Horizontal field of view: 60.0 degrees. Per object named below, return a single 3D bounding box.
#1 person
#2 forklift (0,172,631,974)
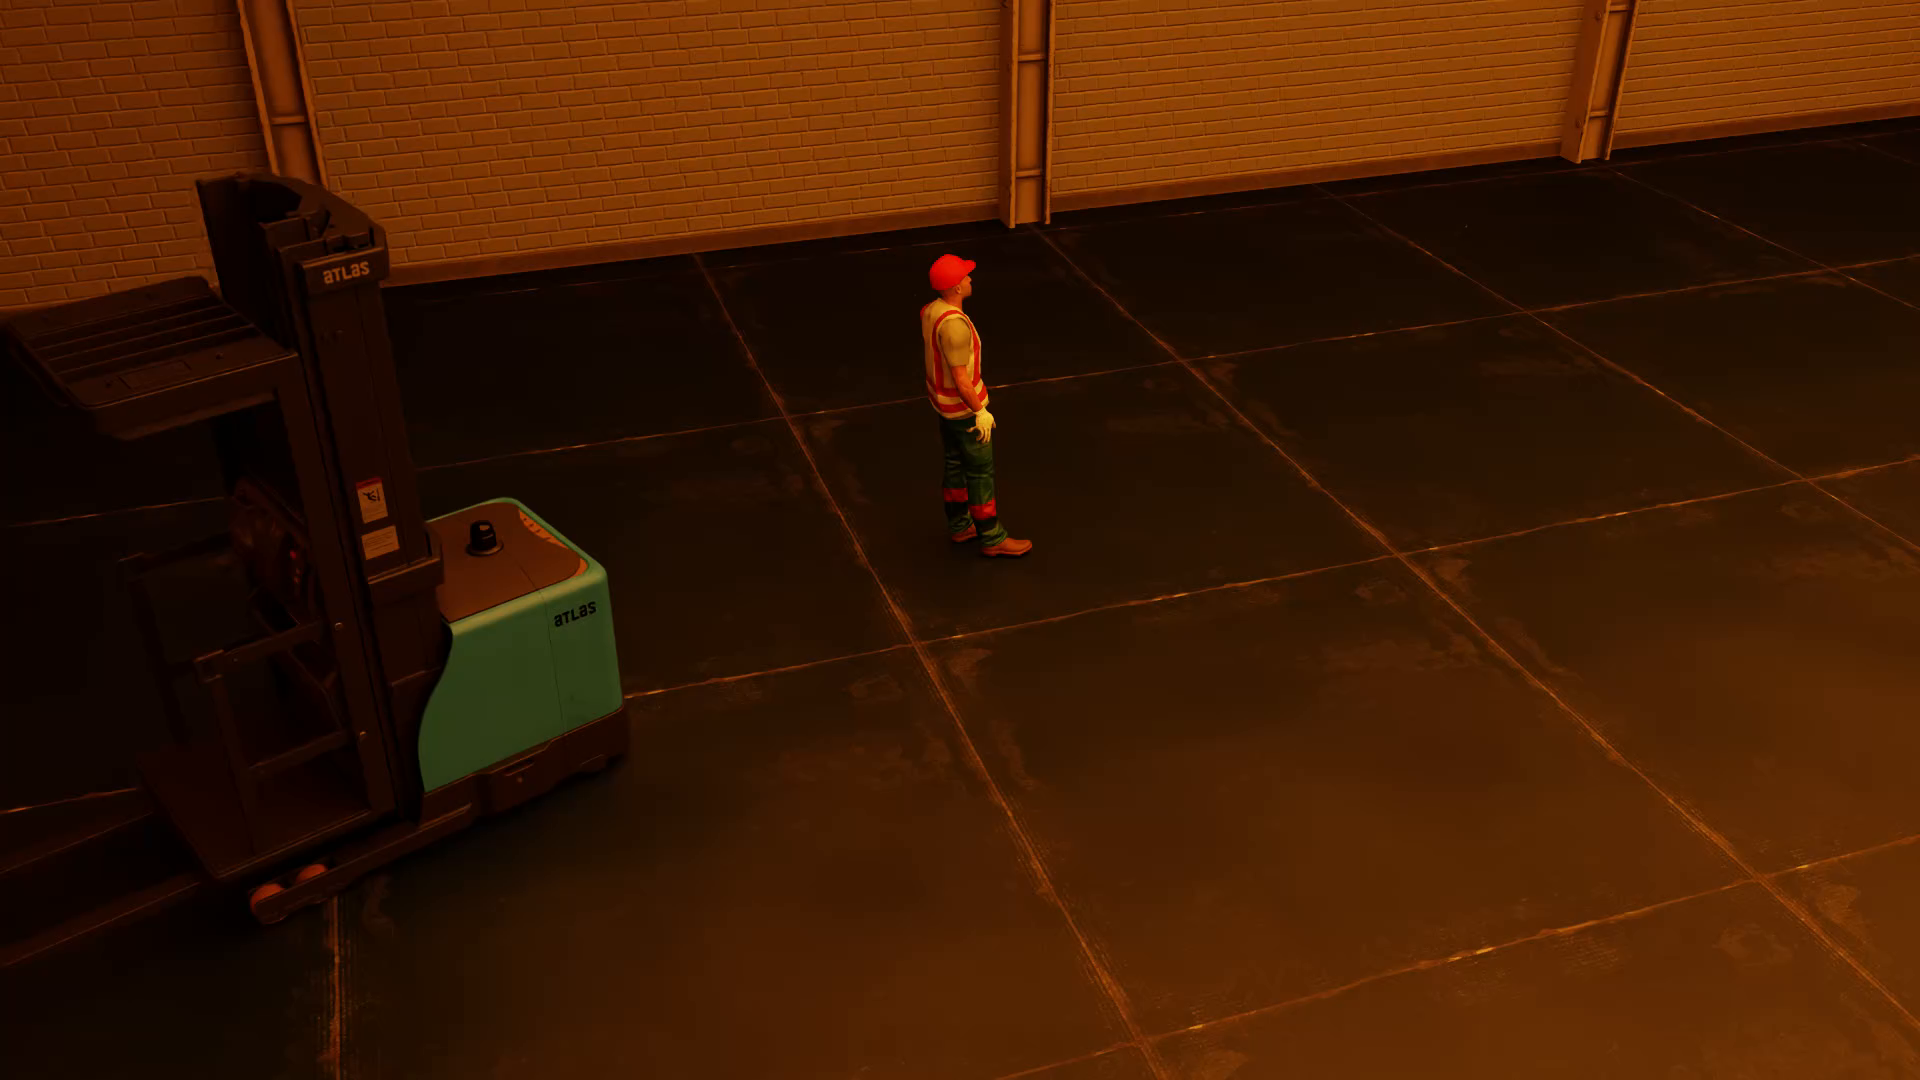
[{"bbox_3d":[0.081,-0.789,9.588,0.562,1.790,0.637,-10,31,-16],"label":"person"},{"bbox_3d":[-3.067,0.083,6.943,3.031,2.935,1.130,-23,37,-34],"label":"forklift"}]
